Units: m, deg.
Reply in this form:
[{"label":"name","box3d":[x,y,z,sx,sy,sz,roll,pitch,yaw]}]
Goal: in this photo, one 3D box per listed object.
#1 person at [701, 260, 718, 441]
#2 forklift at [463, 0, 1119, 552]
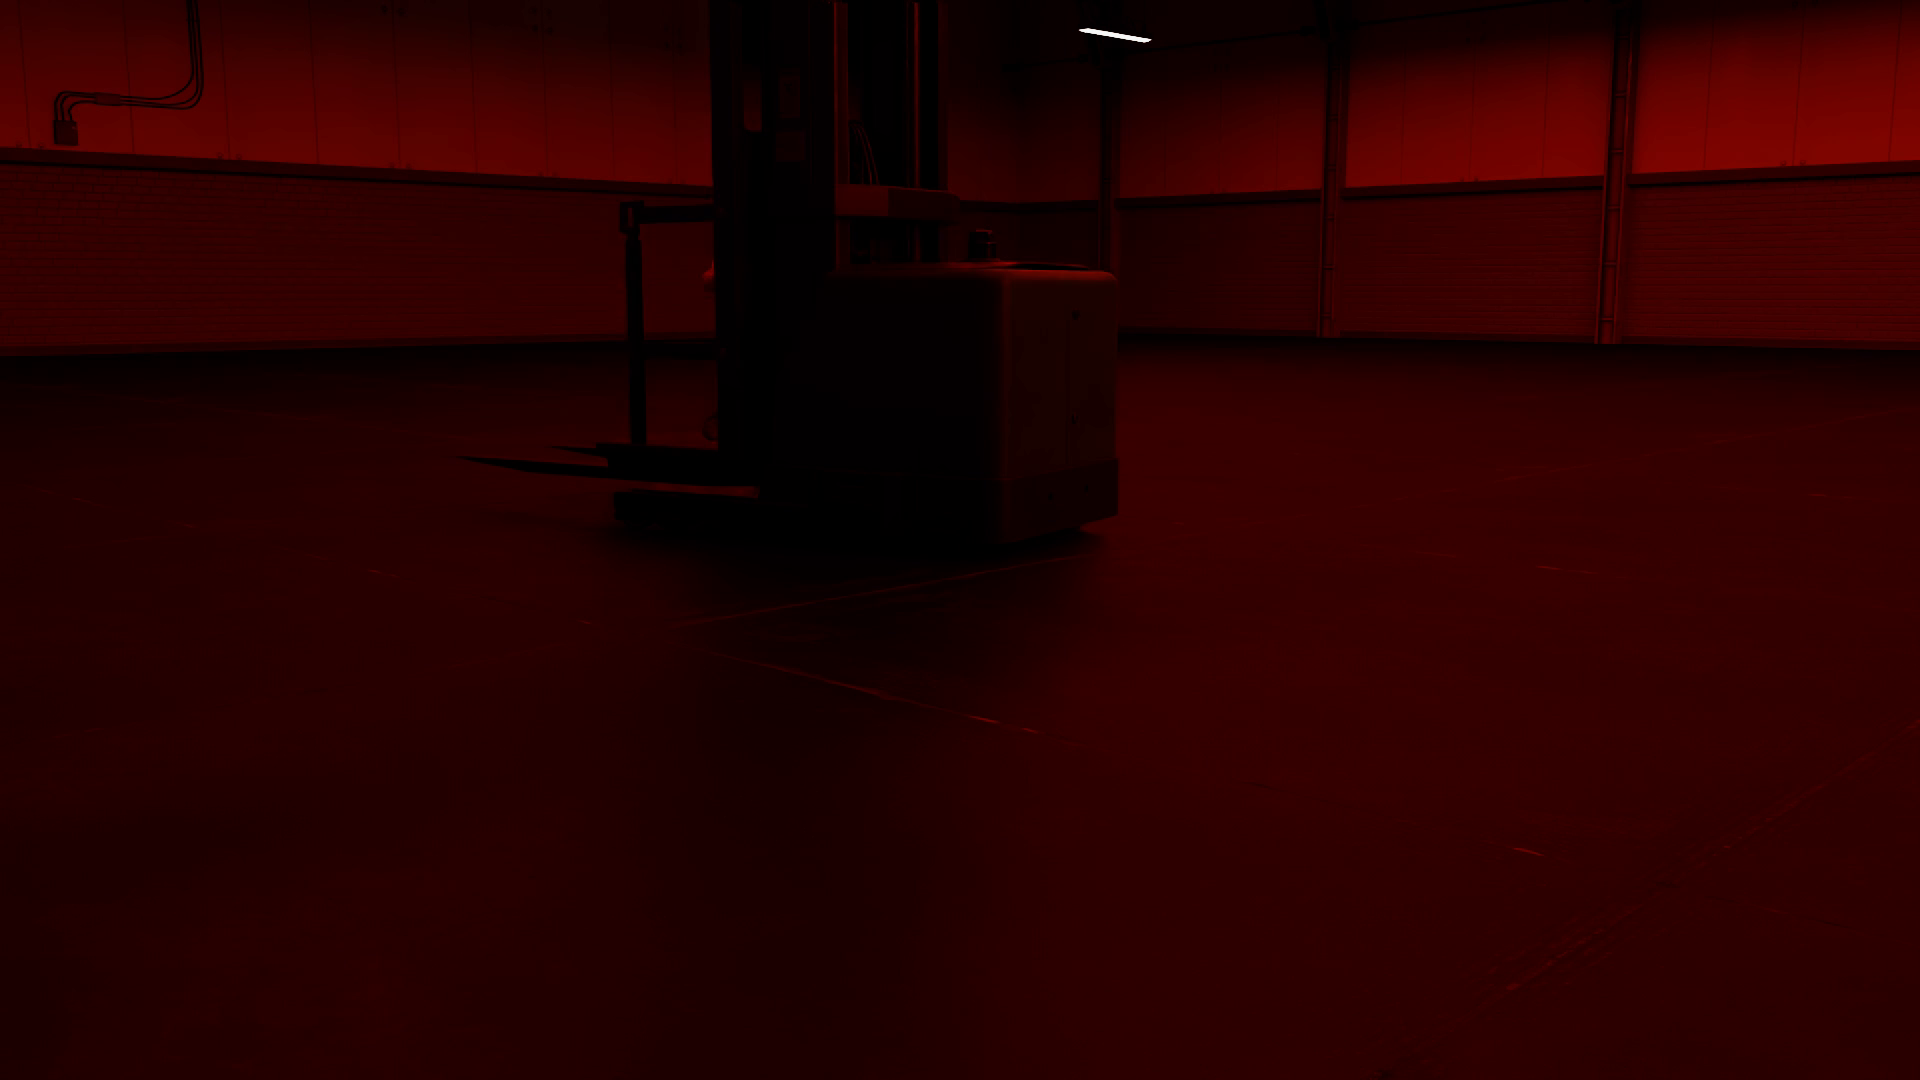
[{"label":"person","box3d":[-0.835,-0.861,7.573,1.010,1.211,1.127,-3,9,-20]},{"label":"forklift","box3d":[-0.866,-1.542,7.111,3.031,2.935,1.130,5,10,31]}]
